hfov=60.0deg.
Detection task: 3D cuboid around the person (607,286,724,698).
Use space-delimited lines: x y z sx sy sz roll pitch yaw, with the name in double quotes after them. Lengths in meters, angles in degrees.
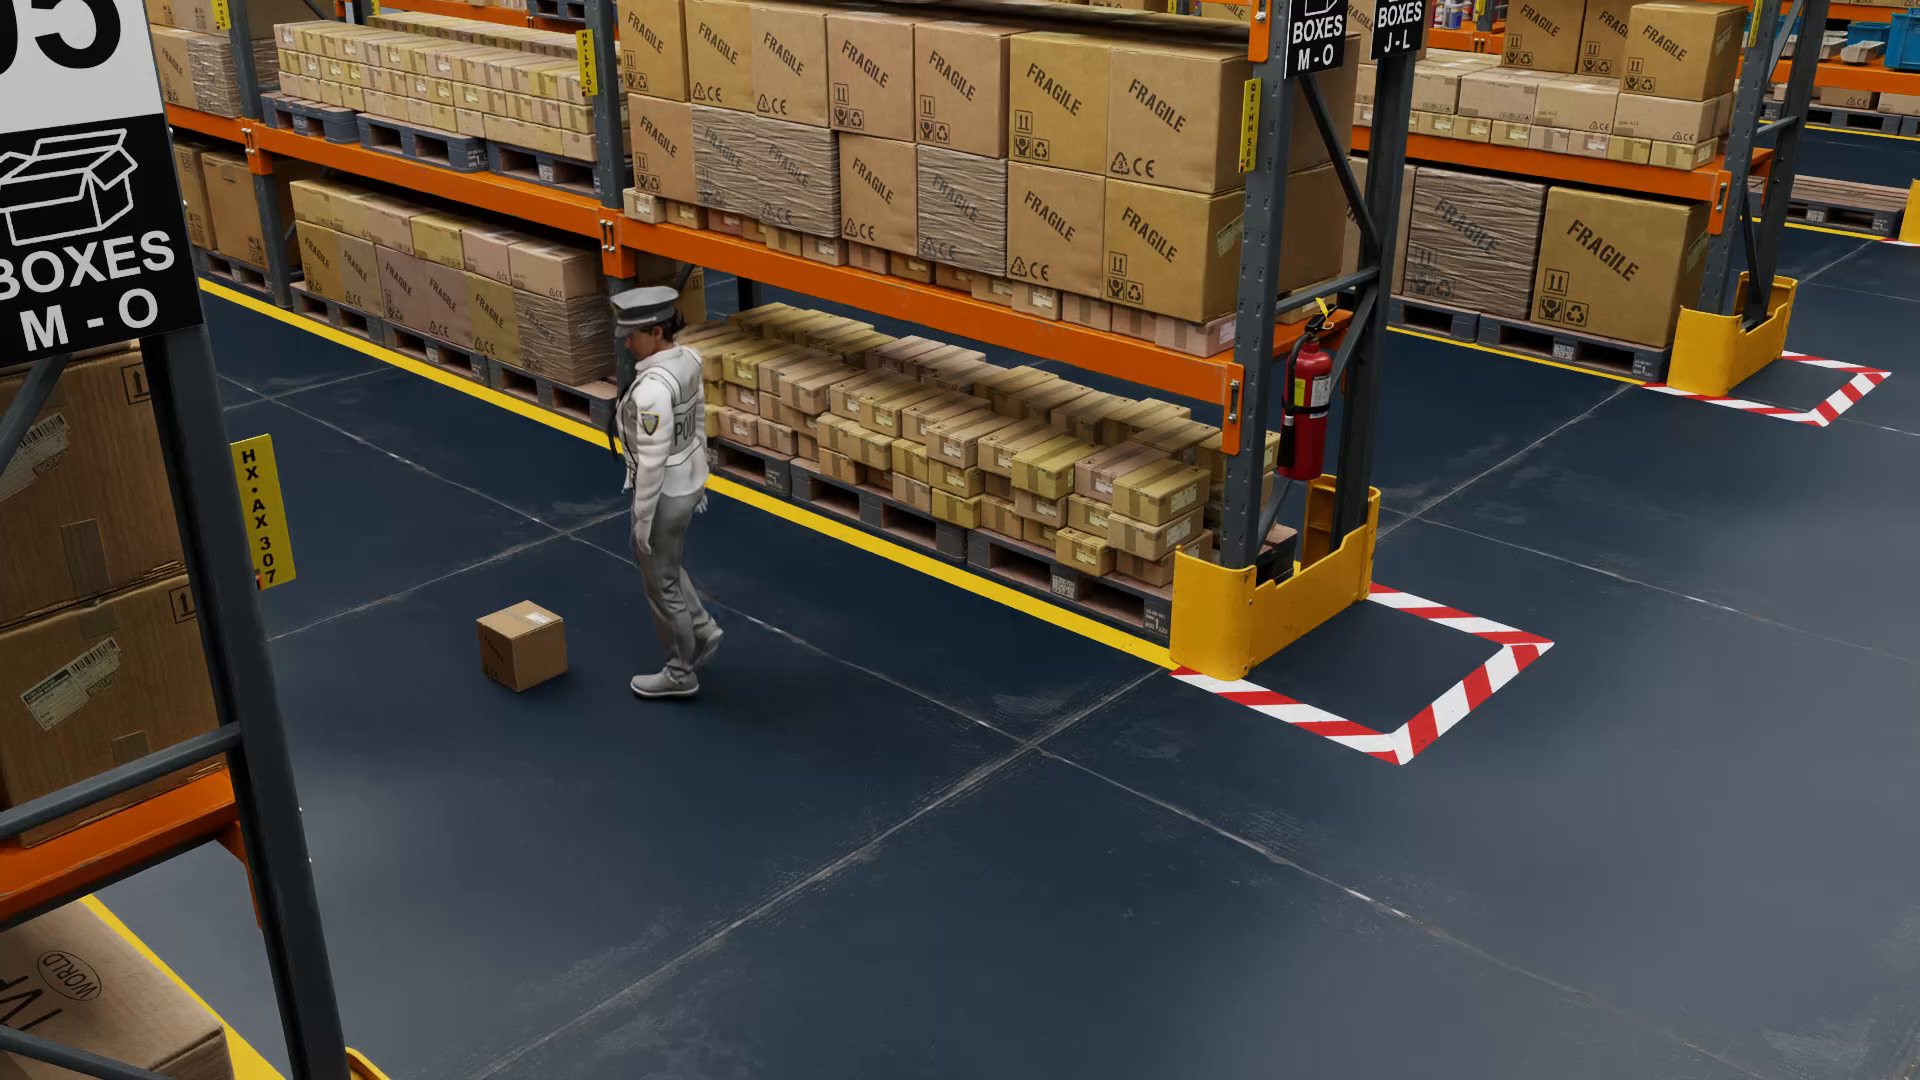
-1.167 -0.162 6.405 0.400 1.667 0.513 4 24 9 "person"
